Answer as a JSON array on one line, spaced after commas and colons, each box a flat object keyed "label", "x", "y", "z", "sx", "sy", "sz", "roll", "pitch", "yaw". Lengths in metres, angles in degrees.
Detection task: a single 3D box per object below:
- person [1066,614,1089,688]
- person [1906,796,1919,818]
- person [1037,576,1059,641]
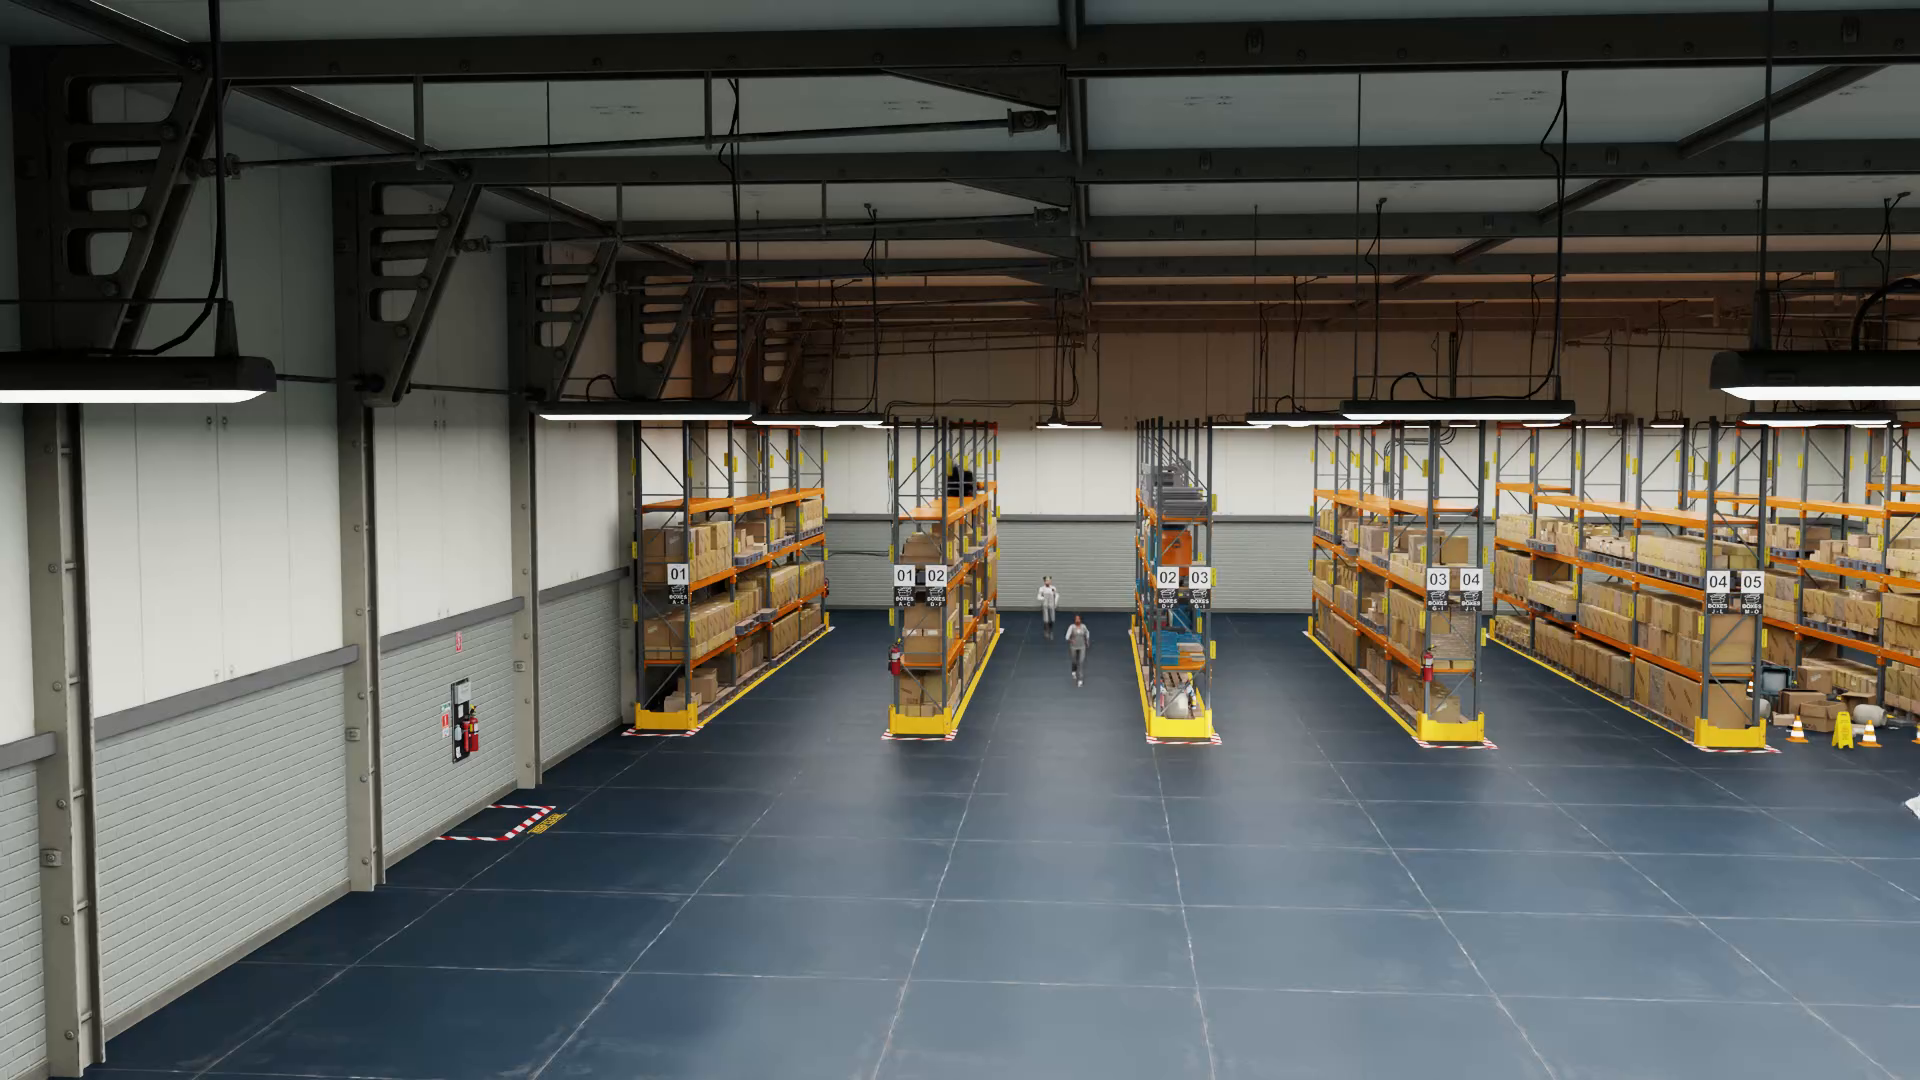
[{"label": "person", "x": 2.660, "y": 2.478, "z": 37.539, "sx": 0.559, "sy": 1.594, "sz": 0.856, "roll": 0, "pitch": 4, "yaw": -3}, {"label": "person", "x": 14.168, "y": 3.298, "z": 23.838, "sx": 1.017, "sy": 1.775, "sz": 0.723, "roll": 3, "pitch": 5, "yaw": 40}, {"label": "person", "x": 2.353, "y": 1.810, "z": 44.021, "sx": 0.597, "sy": 1.731, "sz": 0.603, "roll": 0, "pitch": 4, "yaw": -5}]
